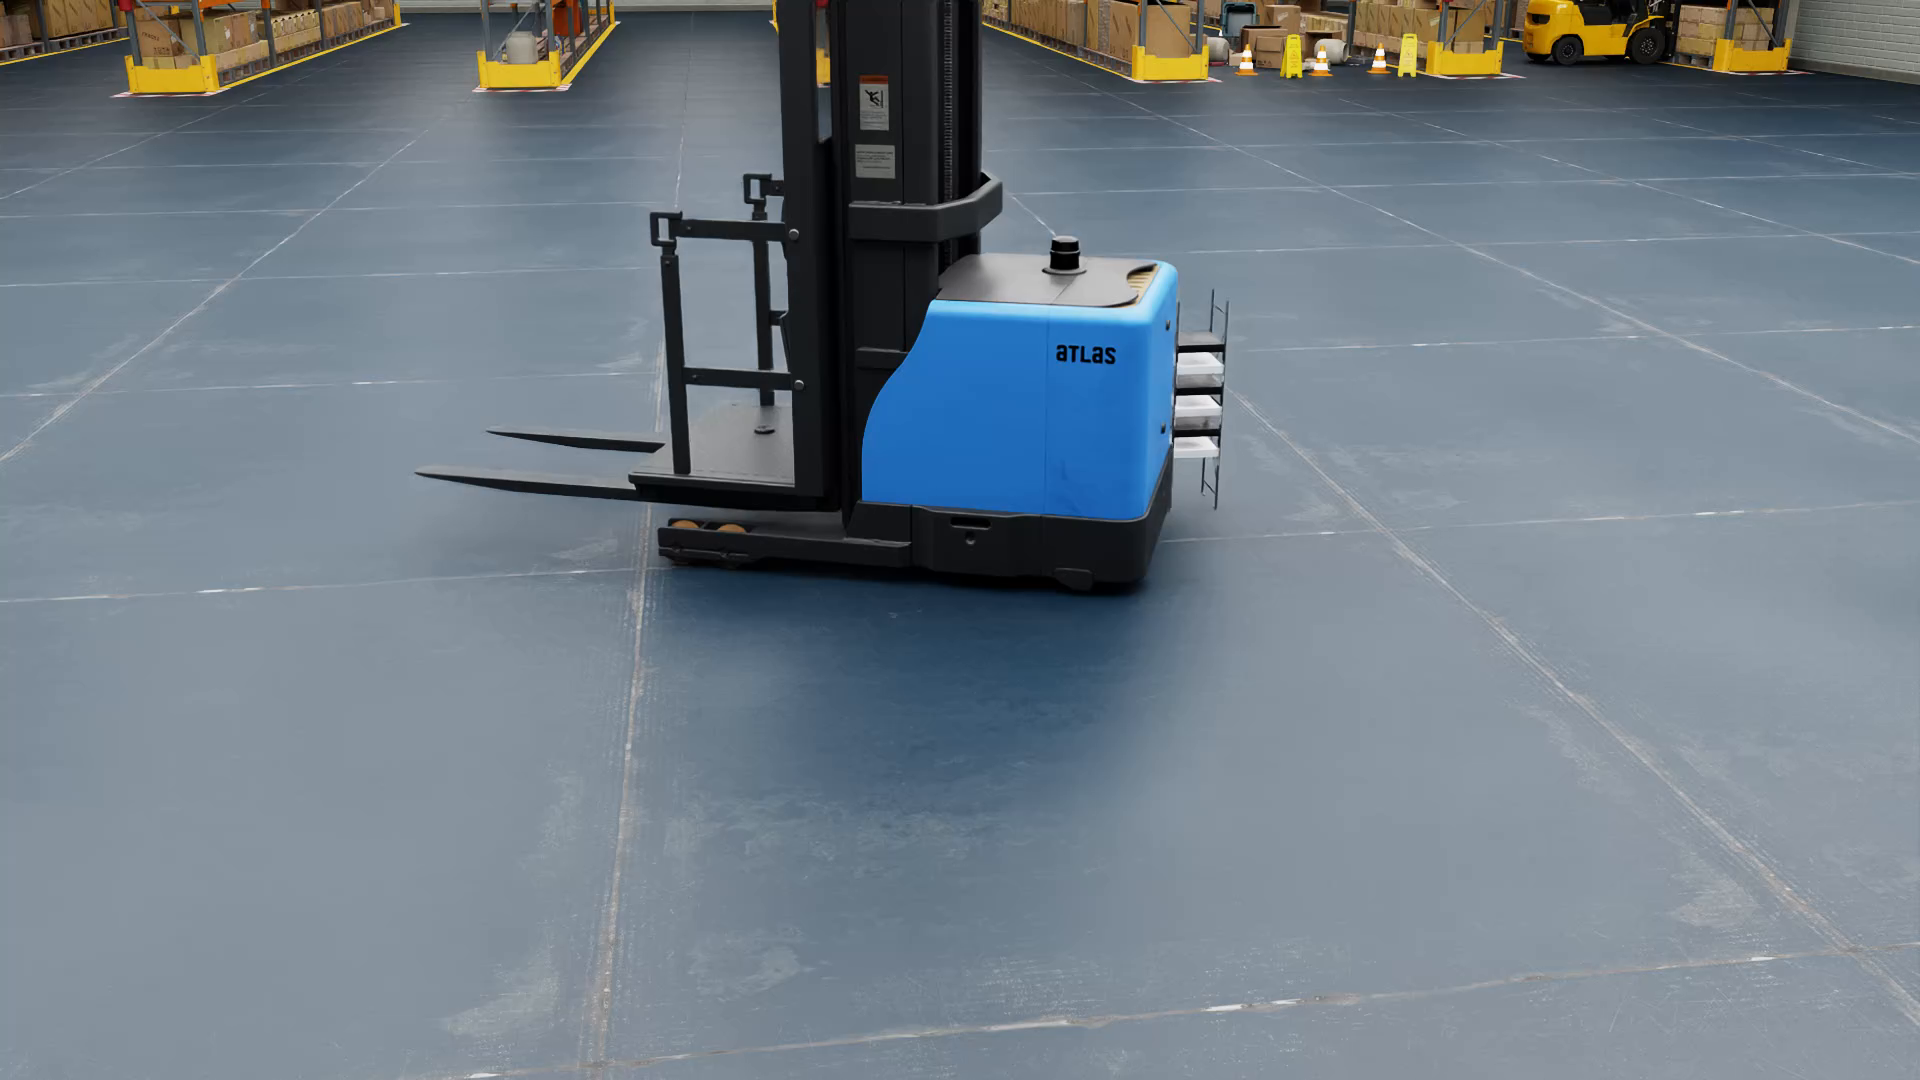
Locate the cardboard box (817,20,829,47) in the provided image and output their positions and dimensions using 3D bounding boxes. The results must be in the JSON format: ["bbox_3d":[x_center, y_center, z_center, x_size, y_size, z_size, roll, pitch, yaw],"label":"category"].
[{"bbox_3d":[-2.191,-8.722,28.754,0.500,0.500,0.500,-4,21,-9],"label":"cardboard box"}]

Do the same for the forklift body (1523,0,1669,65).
[{"bbox_3d":[11.007,-9.370,28.731,2.313,2.155,1.214,-3,21,-8],"label":"forklift body"}]

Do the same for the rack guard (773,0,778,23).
[{"bbox_3d":[-3.942,-12.829,40.350,1.175,0.500,0.348,-3,21,-8],"label":"rack guard"}]

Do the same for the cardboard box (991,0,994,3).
[{"bbox_3d":[0.933,-12.694,39.039,0.380,0.149,0.250,-3,21,-7],"label":"cardboard box"}]

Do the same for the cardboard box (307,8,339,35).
[{"bbox_3d":[-12.453,-10.112,32.446,0.500,0.500,0.500,-4,21,-10],"label":"cardboard box"}]

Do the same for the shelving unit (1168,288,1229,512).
[{"bbox_3d":[0.972,-0.586,7.000,0.210,0.900,0.258,-3,21,-7],"label":"shelving unit"}]

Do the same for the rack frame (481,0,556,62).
[{"bbox_3d":[-6.534,-8.202,24.390,1.000,3.000,0.127,-3,21,-8],"label":"rack frame"}]

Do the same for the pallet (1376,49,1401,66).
[{"bbox_3d":[7.909,-8.376,28.842,1.003,0.211,1.213,-3,21,-8],"label":"pallet"}]

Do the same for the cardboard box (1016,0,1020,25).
[{"bbox_3d":[1.483,-11.395,35.912,0.500,0.500,0.500,-2,21,-5],"label":"cardboard box"}]

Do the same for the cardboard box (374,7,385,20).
[{"bbox_3d":[-13.313,-11.905,37.605,0.500,0.250,0.500,-3,21,-8],"label":"cardboard box"}]

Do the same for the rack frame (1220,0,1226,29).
[{"bbox_3d":[6.444,-13.107,37.521,1.000,3.000,0.127,-3,21,-8],"label":"rack frame"}]

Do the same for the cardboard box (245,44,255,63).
[{"bbox_3d":[-11.580,-7.752,26.513,0.500,0.250,0.500,-3,21,-8],"label":"cardboard box"}]

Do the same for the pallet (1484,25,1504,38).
[{"bbox_3d":[11.862,-10.927,35.672,1.003,0.211,1.213,-3,21,-8],"label":"pallet"}]

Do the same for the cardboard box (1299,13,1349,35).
[{"bbox_3d":[7.207,-10.236,32.991,0.950,0.372,0.625,-3,21,-9],"label":"cardboard box"}]

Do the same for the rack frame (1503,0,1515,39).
[{"bbox_3d":[11.932,-11.973,34.487,1.000,3.000,0.127,-3,21,-8],"label":"rack frame"}]

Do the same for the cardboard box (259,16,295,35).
[{"bbox_3d":[-11.968,-9.018,29.103,0.500,0.311,0.500,-4,21,-10],"label":"cardboard box"}]

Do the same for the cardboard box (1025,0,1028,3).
[{"bbox_3d":[1.638,-11.389,34.822,0.500,0.250,0.500,-2,21,-6],"label":"cardboard box"}]

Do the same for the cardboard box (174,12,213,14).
[{"bbox_3d":[-12.111,-8.076,26.310,0.500,0.500,0.500,-3,21,-8],"label":"cardboard box"}]

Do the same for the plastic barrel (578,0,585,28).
[{"bbox_3d":[-8.100,-11.136,34.645,0.600,0.901,0.708,-3,21,-8],"label":"plastic barrel"}]

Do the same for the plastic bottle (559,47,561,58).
[{"bbox_3d":[-6.594,-8.000,27.218,0.097,0.201,0.097,0,20,0],"label":"plastic bottle"}]

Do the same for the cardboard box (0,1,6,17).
[{"bbox_3d":[-17.315,-9.412,29.500,0.500,0.250,0.500,-3,21,-7],"label":"cardboard box"}]

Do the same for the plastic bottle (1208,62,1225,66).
[{"bbox_3d":[4.382,-8.124,28.380,0.283,0.061,0.133,-11,23,-26],"label":"plastic bottle"}]

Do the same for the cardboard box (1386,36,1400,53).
[{"bbox_3d":[7.644,-8.487,28.483,0.500,0.250,0.500,-4,21,-10],"label":"cardboard box"}]

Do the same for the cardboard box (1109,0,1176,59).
[{"bbox_3d":[2.998,-8.405,27.368,0.875,0.875,0.875,-3,21,-9],"label":"cardboard box"}]

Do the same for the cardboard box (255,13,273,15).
[{"bbox_3d":[-12.649,-9.341,29.966,0.500,0.311,0.500,-3,21,-9],"label":"cardboard box"}]

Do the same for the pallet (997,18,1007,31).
[{"bbox_3d":[1.429,-11.746,37.865,1.003,0.211,1.213,-3,21,-8],"label":"pallet"}]

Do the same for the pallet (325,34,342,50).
[{"bbox_3d":[-12.659,-9.678,32.326,1.003,0.211,1.213,-3,21,-8],"label":"pallet"}]

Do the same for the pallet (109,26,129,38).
[{"bbox_3d":[-18.099,-10.818,35.380,1.003,0.211,1.213,-3,21,-8],"label":"pallet"}]

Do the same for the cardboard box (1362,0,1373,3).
[{"bbox_3d":[7.374,-9.636,29.561,0.380,0.149,0.250,-3,21,-7],"label":"cardboard box"}]

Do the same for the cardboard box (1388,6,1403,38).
[{"bbox_3d":[7.656,-8.832,28.333,0.500,0.500,0.500,-3,21,-9],"label":"cardboard box"}]

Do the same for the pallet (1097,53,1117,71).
[{"bbox_3d":[2.925,-8.055,27.982,1.003,0.211,1.213,-3,21,-8],"label":"pallet"}]

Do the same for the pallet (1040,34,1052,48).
[{"bbox_3d":[2.176,-9.854,32.798,1.003,0.211,1.213,-3,21,-8],"label":"pallet"}]

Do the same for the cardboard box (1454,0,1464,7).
[{"bbox_3d":[11.357,-11.848,37.124,0.500,0.500,0.500,-4,21,-9],"label":"cardboard box"}]

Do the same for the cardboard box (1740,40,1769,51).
[{"bbox_3d":[13.208,-8.292,27.960,0.500,0.250,0.500,-3,21,-8],"label":"cardboard box"}]

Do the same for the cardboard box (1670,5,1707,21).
[{"bbox_3d":[12.549,-9.075,28.627,0.500,0.250,0.500,-3,21,-7],"label":"cardboard box"}]

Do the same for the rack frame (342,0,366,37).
[{"bbox_3d":[-13.165,-12.108,34.849,1.000,3.000,0.127,-3,21,-8],"label":"rack frame"}]

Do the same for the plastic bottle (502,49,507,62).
[{"bbox_3d":[-7.232,-7.711,26.446,0.097,0.201,0.097,0,20,0],"label":"plastic bottle"}]

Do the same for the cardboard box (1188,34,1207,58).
[{"bbox_3d":[3.953,-8.397,28.479,0.500,0.500,0.500,1,20,2],"label":"cardboard box"}]

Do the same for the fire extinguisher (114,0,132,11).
[{"bbox_3d":[-11.878,-7.853,23.566,0.296,0.674,0.183,-3,21,-8],"label":"fire extinguisher"}]

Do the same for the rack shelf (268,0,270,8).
[{"bbox_3d":[-12.301,-9.694,29.412,1.077,0.370,4.000,-3,21,-8],"label":"rack shelf"}]

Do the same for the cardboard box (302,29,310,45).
[{"bbox_3d":[-12.124,-9.110,30.149,0.500,0.250,0.500,-2,21,-7],"label":"cardboard box"}]

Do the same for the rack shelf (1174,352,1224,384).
[{"bbox_3d":[0.972,-0.724,6.948,0.200,0.077,0.258,-3,21,-7],"label":"rack shelf"}]

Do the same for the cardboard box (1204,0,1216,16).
[{"bbox_3d":[6.330,-12.636,39.322,0.875,0.438,0.875,-4,21,-9],"label":"cardboard box"}]

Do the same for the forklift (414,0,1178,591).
[{"bbox_3d":[-0.694,-1.438,6.377,3.031,2.935,1.130,5,21,12],"label":"forklift"}]

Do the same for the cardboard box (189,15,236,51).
[{"bbox_3d":[-11.452,-7.756,25.453,0.500,0.500,0.500,-3,21,-8],"label":"cardboard box"}]
